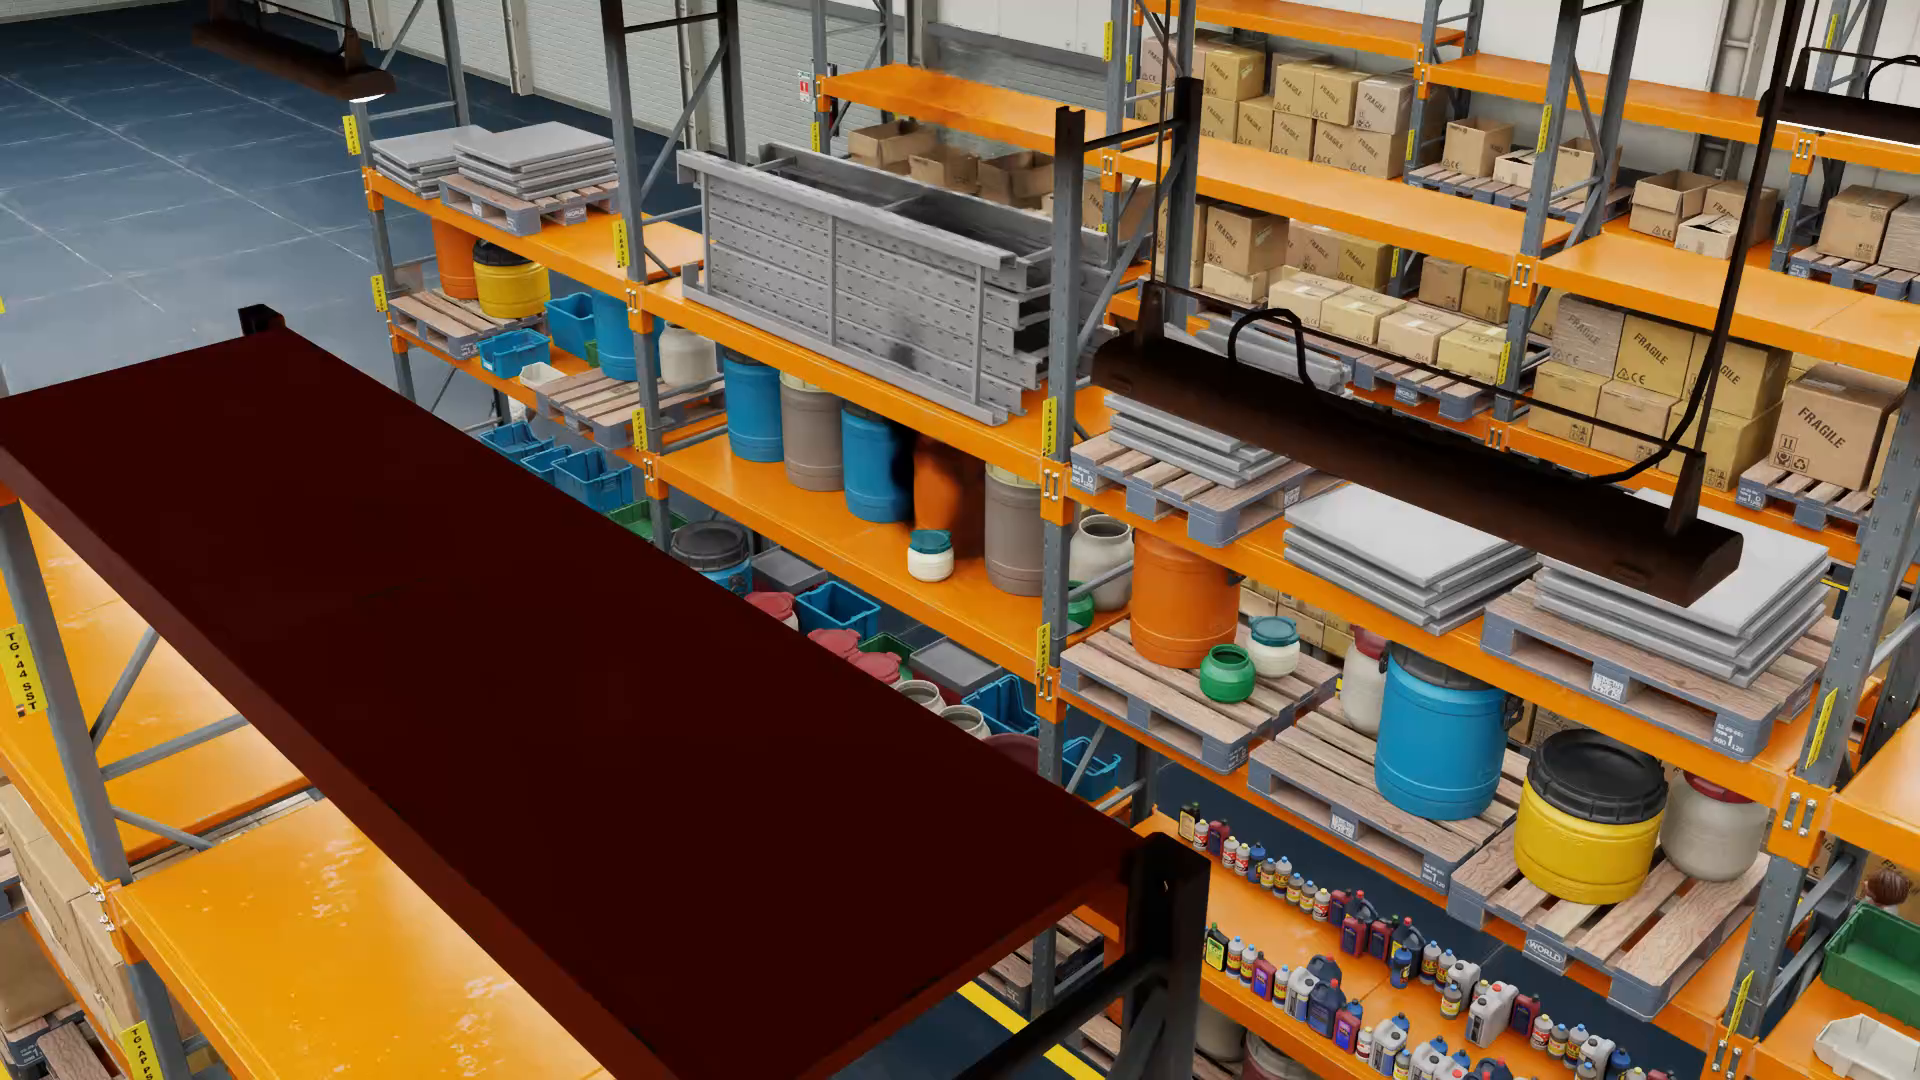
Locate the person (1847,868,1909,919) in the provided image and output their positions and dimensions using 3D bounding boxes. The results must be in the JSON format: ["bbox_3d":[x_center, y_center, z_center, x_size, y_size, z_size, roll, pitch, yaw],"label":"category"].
[{"bbox_3d":[5.490,2.669,10.154,0.792,1.621,0.531,19,34,32],"label":"person"}]

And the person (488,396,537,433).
[{"bbox_3d":[-4.499,-0.982,16.961,0.753,1.688,0.605,6,29,10],"label":"person"}]
